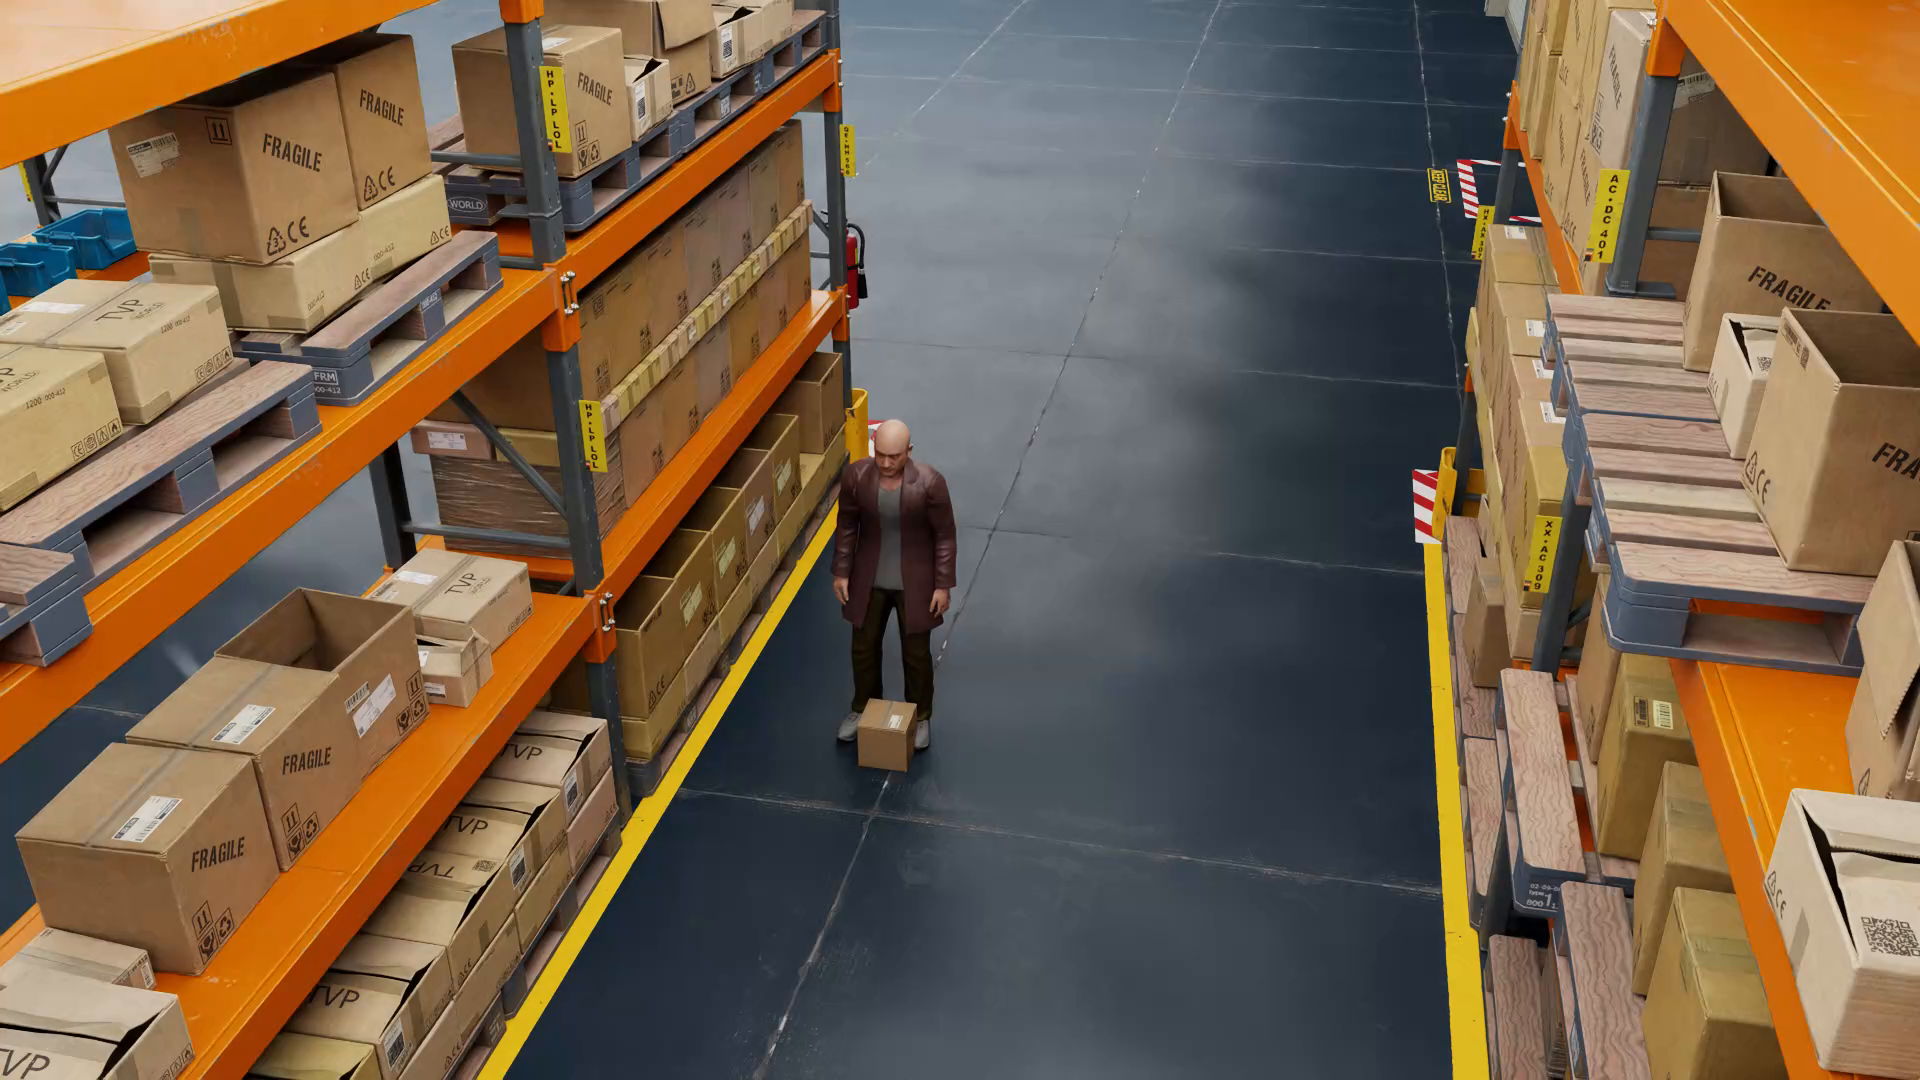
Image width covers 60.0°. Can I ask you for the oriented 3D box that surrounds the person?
[{"bbox_3d":[-0.329,0.203,8.264,0.643,1.774,0.423,6,29,11],"label":"person"}]
